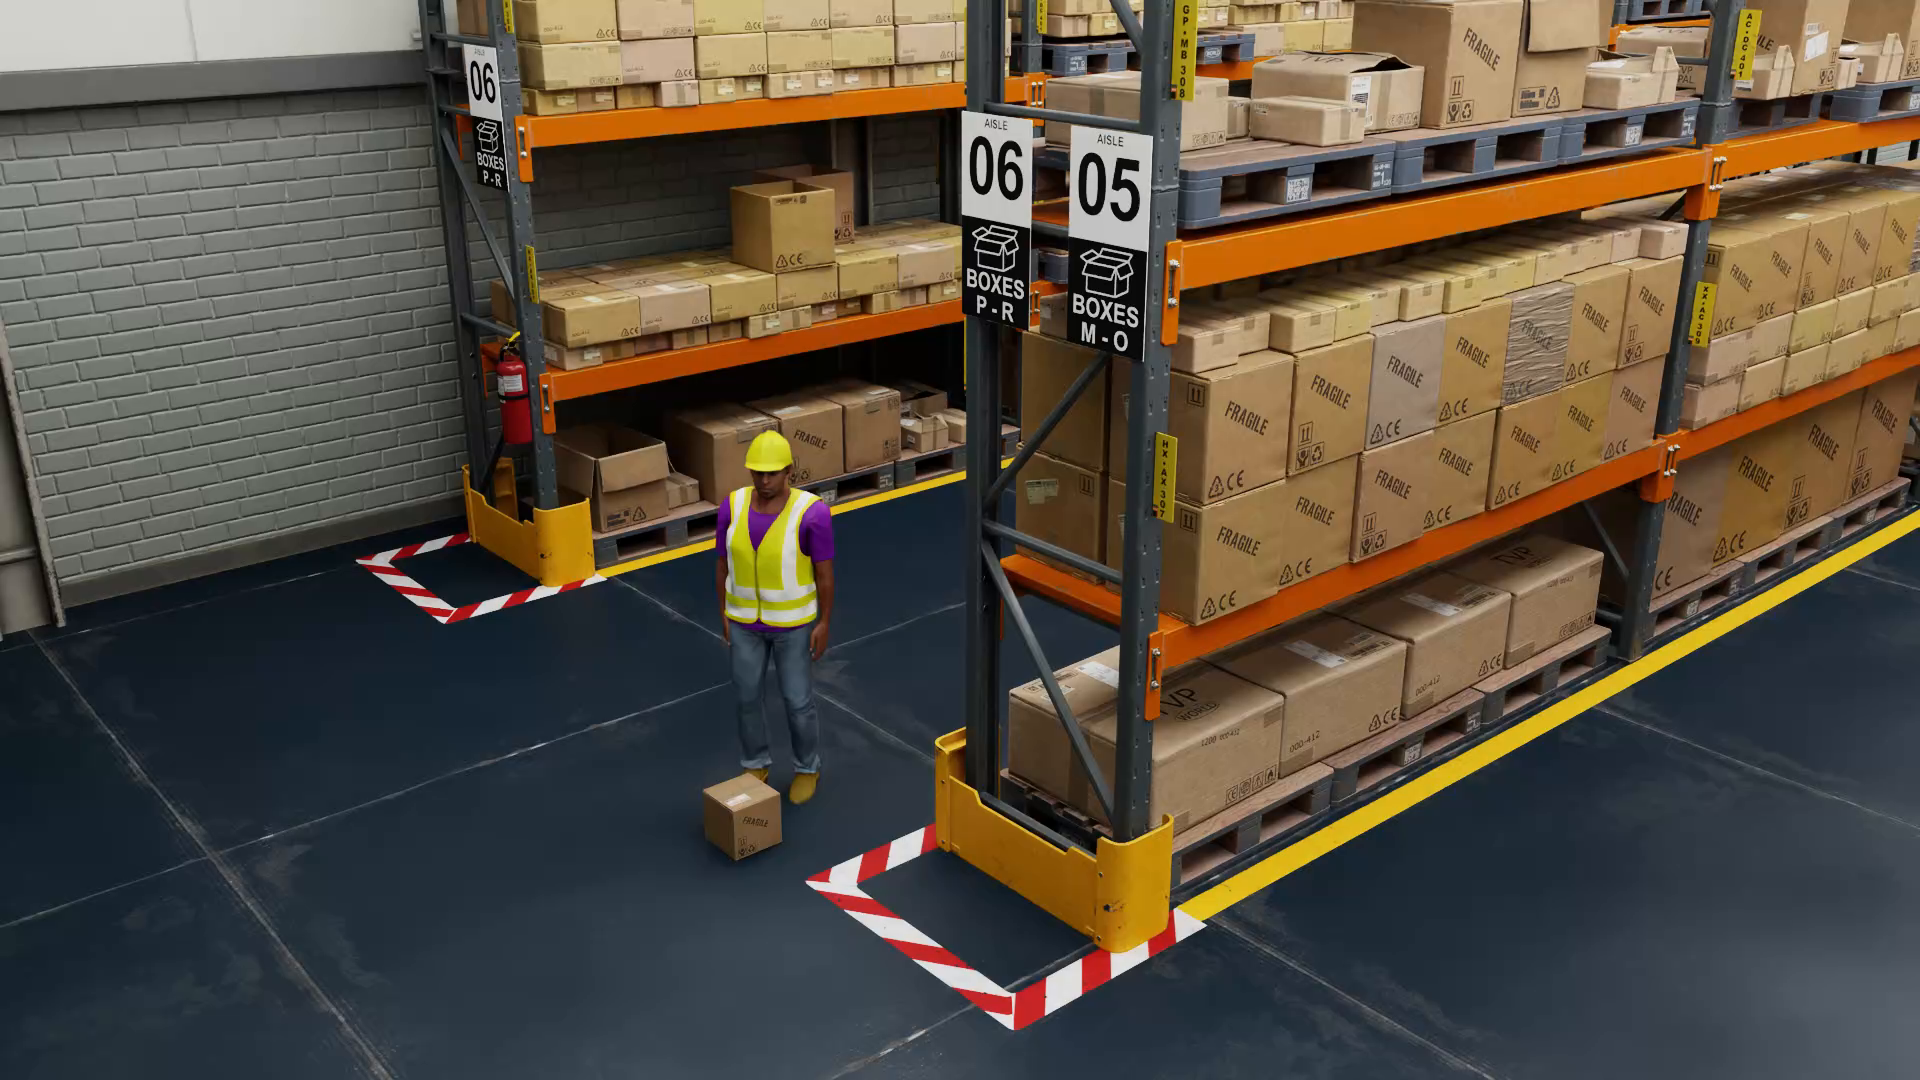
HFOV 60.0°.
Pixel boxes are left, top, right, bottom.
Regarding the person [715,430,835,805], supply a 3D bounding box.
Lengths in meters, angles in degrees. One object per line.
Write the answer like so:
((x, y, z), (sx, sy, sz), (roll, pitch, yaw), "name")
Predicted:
((-0.851, 0.370, 7.614), (0.567, 1.780, 0.376), (5, 21, 13), "person")
